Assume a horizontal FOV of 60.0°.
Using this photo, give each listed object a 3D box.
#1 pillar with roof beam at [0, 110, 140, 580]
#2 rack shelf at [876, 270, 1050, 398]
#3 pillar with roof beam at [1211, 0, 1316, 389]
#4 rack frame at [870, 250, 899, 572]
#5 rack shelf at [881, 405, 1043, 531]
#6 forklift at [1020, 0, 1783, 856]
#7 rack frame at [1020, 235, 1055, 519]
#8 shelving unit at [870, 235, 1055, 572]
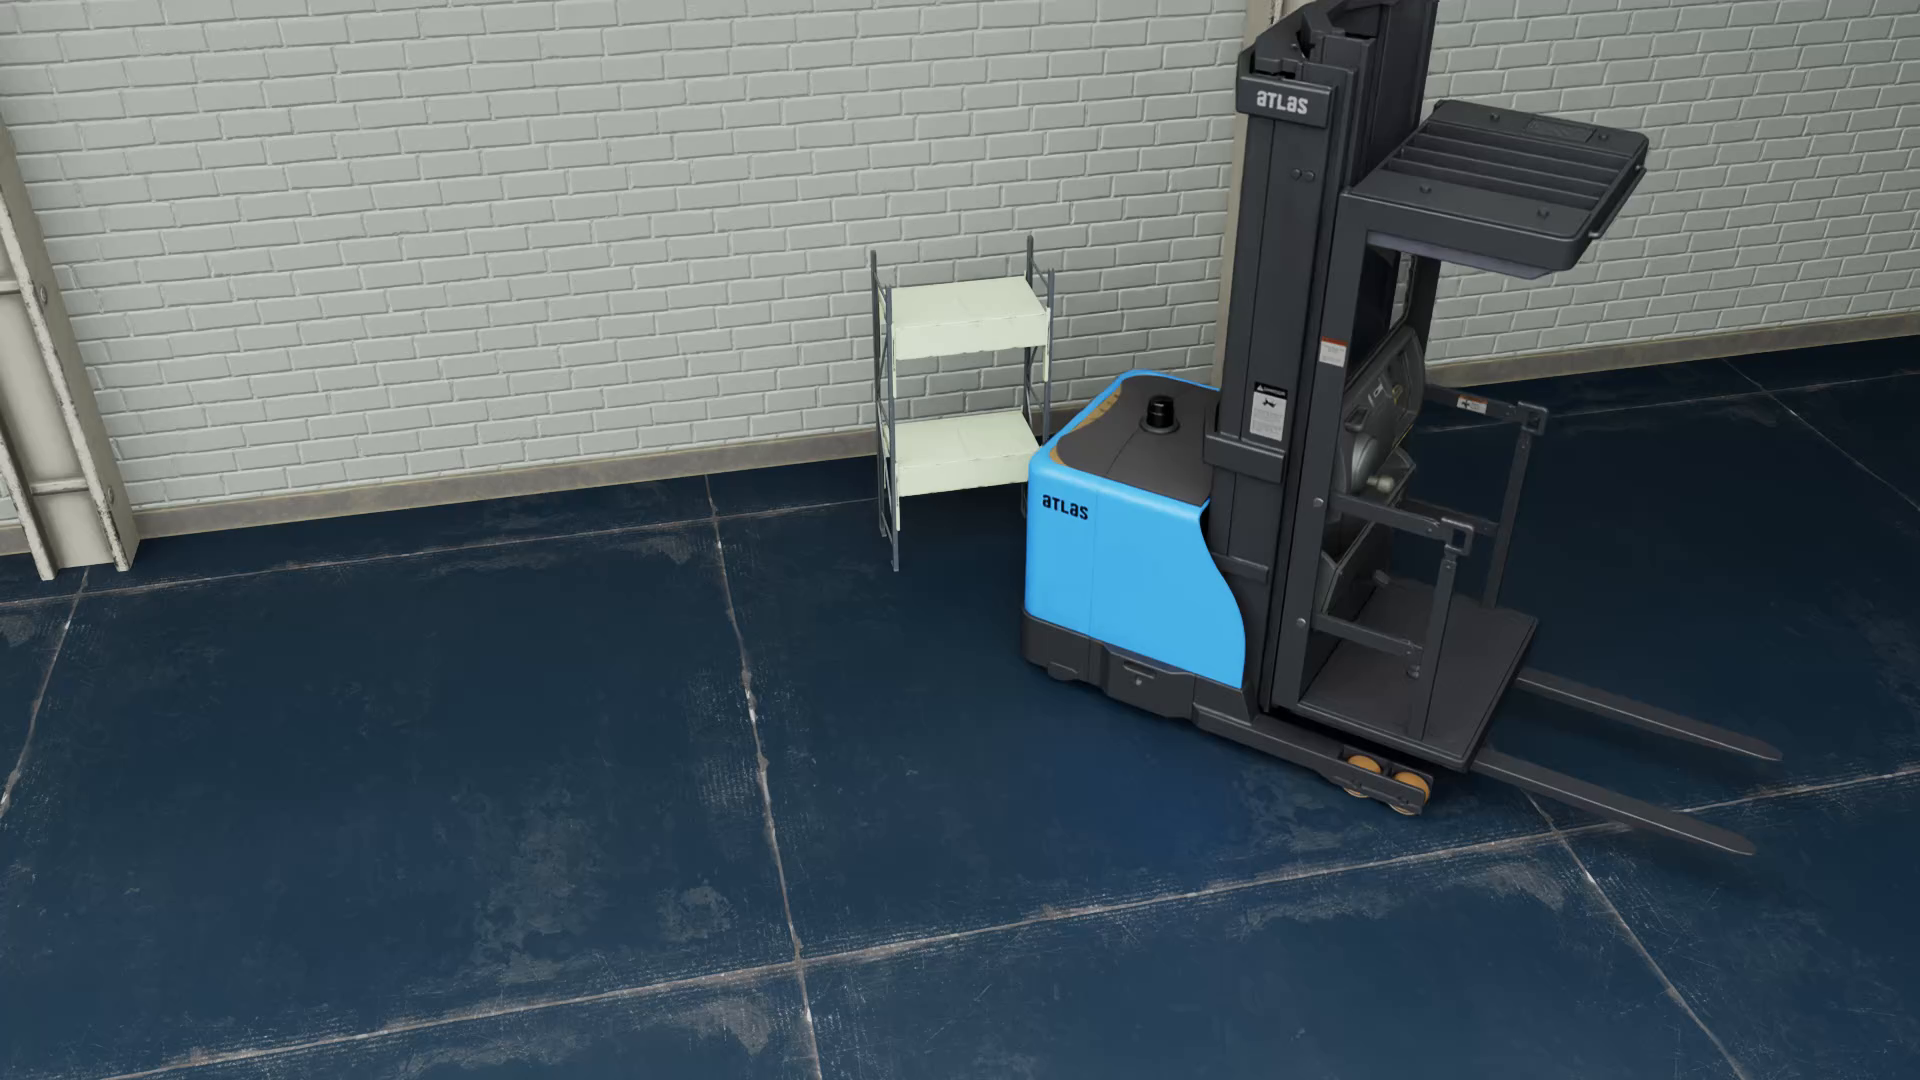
[{"bbox_3d":[-3.289,-1.311,2.128,0.400,9.000,9.100,-7,35,-11],"label":"pillar with roof beam"},{"bbox_3d":[0.007,-0.948,7.616,0.720,0.370,0.431,-7,35,-11],"label":"rack shelf"},{"bbox_3d":[2.563,-2.049,3.227,0.400,9.000,9.100,-7,35,-11],"label":"pillar with roof beam"},{"bbox_3d":[-0.350,-0.579,7.766,0.023,1.500,0.400,-7,35,-11],"label":"rack frame"},{"bbox_3d":[0.007,-0.353,8.015,0.720,0.370,0.431,-7,35,-11],"label":"rack shelf"},{"bbox_3d":[1.796,-0.464,6.311,3.031,2.935,1.130,19,38,25],"label":"forklift"},{"bbox_3d":[0.363,-0.669,7.900,0.023,1.500,0.400,-7,35,-11],"label":"rack frame"},{"bbox_3d":[0.007,-0.624,7.833,0.755,1.500,0.431,-7,35,-11],"label":"shelving unit"}]
